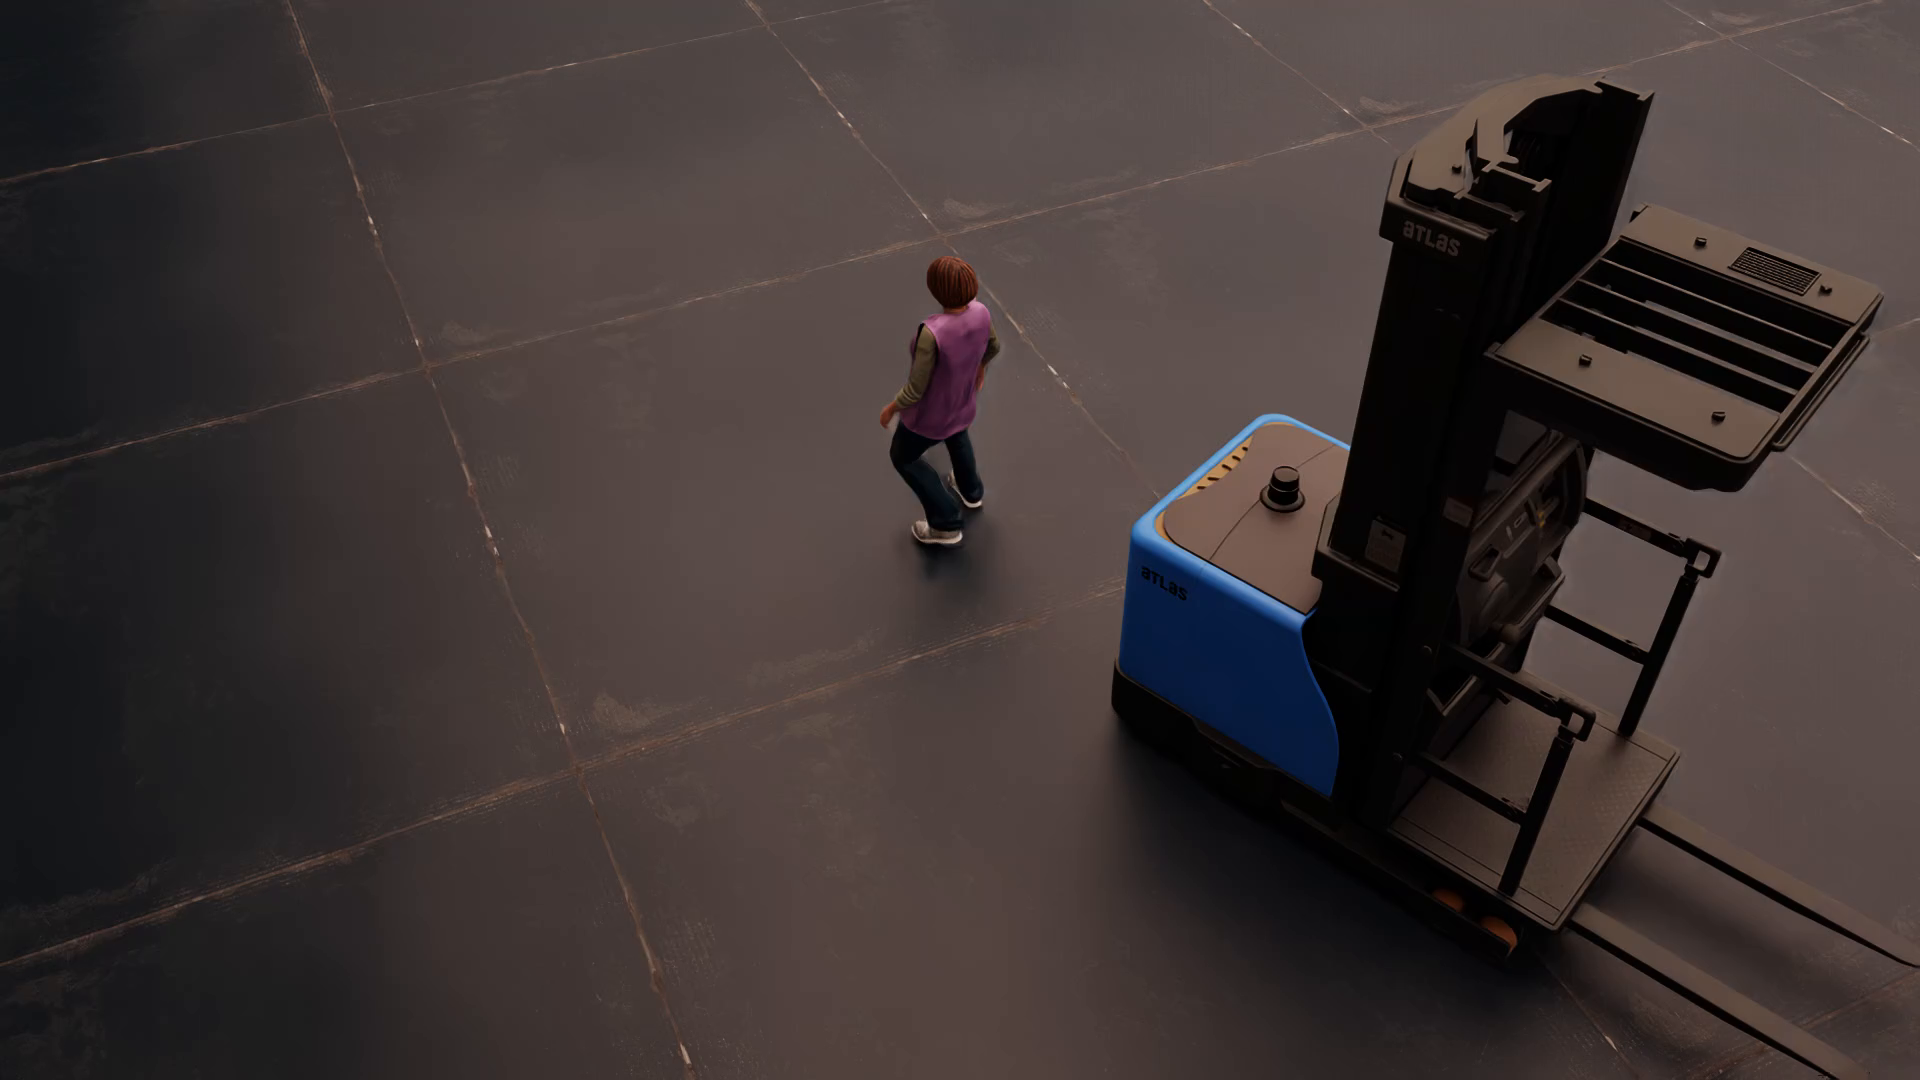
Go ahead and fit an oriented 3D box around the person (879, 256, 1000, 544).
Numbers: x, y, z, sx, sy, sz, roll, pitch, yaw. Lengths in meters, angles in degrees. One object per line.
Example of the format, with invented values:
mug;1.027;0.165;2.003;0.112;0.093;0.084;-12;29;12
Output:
person;-0.084;-0.633;7.383;0.600;1.526;0.445;-33;52;-30

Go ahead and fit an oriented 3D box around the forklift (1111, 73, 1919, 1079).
forklift;2.081;0.074;5.601;3.031;2.935;1.130;30;51;29
